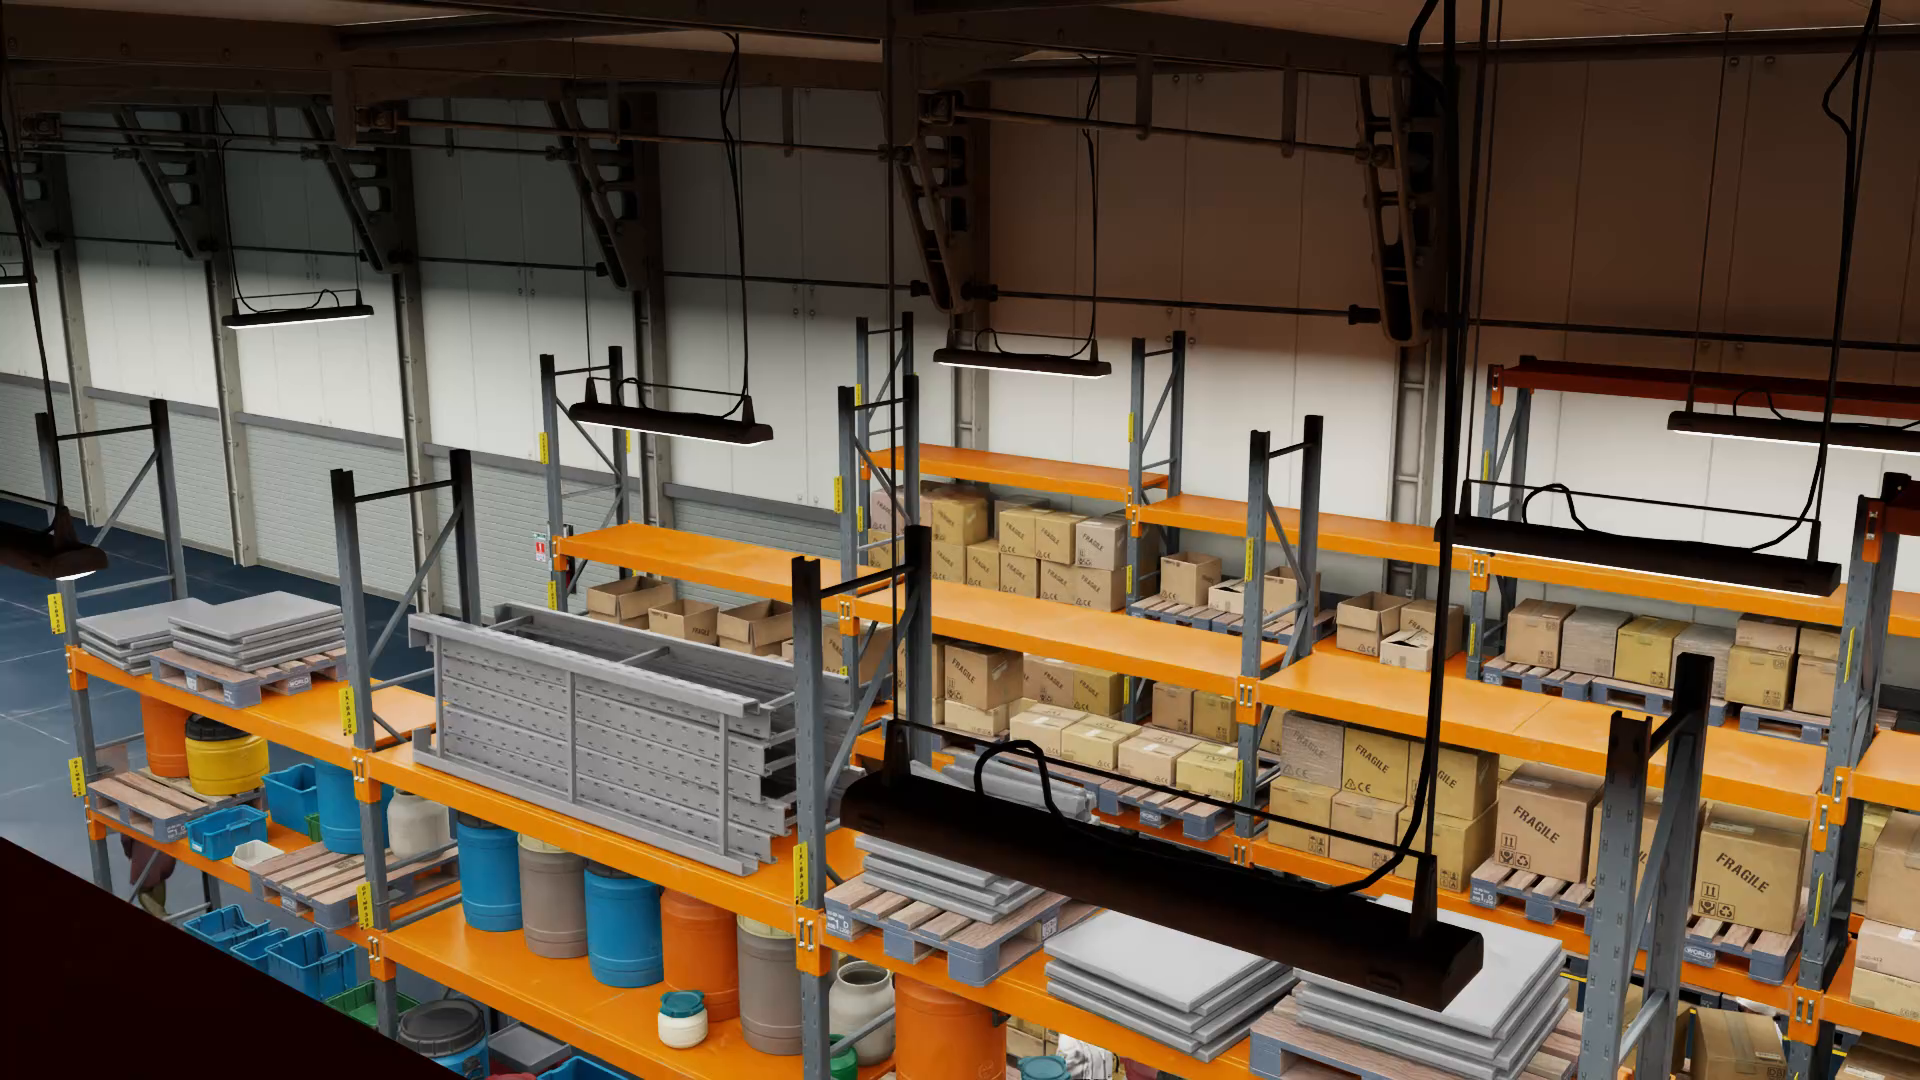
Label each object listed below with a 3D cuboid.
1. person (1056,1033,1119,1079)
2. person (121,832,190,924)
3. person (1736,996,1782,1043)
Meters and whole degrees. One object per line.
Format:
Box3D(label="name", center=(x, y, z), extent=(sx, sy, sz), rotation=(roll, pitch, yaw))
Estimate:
Box3D(label="person", center=(0.891, 4.290, 12.892), extent=(0.542, 1.756, 0.603), rotation=(11, 17, 40))
Box3D(label="person", center=(-8.354, 3.305, 17.309), extent=(0.620, 1.695, 0.849), rotation=(-11, 17, -40))
Box3D(label="person", center=(6.105, 4.273, 12.959), extent=(1.069, 1.712, 0.586), rotation=(11, 17, 39))
